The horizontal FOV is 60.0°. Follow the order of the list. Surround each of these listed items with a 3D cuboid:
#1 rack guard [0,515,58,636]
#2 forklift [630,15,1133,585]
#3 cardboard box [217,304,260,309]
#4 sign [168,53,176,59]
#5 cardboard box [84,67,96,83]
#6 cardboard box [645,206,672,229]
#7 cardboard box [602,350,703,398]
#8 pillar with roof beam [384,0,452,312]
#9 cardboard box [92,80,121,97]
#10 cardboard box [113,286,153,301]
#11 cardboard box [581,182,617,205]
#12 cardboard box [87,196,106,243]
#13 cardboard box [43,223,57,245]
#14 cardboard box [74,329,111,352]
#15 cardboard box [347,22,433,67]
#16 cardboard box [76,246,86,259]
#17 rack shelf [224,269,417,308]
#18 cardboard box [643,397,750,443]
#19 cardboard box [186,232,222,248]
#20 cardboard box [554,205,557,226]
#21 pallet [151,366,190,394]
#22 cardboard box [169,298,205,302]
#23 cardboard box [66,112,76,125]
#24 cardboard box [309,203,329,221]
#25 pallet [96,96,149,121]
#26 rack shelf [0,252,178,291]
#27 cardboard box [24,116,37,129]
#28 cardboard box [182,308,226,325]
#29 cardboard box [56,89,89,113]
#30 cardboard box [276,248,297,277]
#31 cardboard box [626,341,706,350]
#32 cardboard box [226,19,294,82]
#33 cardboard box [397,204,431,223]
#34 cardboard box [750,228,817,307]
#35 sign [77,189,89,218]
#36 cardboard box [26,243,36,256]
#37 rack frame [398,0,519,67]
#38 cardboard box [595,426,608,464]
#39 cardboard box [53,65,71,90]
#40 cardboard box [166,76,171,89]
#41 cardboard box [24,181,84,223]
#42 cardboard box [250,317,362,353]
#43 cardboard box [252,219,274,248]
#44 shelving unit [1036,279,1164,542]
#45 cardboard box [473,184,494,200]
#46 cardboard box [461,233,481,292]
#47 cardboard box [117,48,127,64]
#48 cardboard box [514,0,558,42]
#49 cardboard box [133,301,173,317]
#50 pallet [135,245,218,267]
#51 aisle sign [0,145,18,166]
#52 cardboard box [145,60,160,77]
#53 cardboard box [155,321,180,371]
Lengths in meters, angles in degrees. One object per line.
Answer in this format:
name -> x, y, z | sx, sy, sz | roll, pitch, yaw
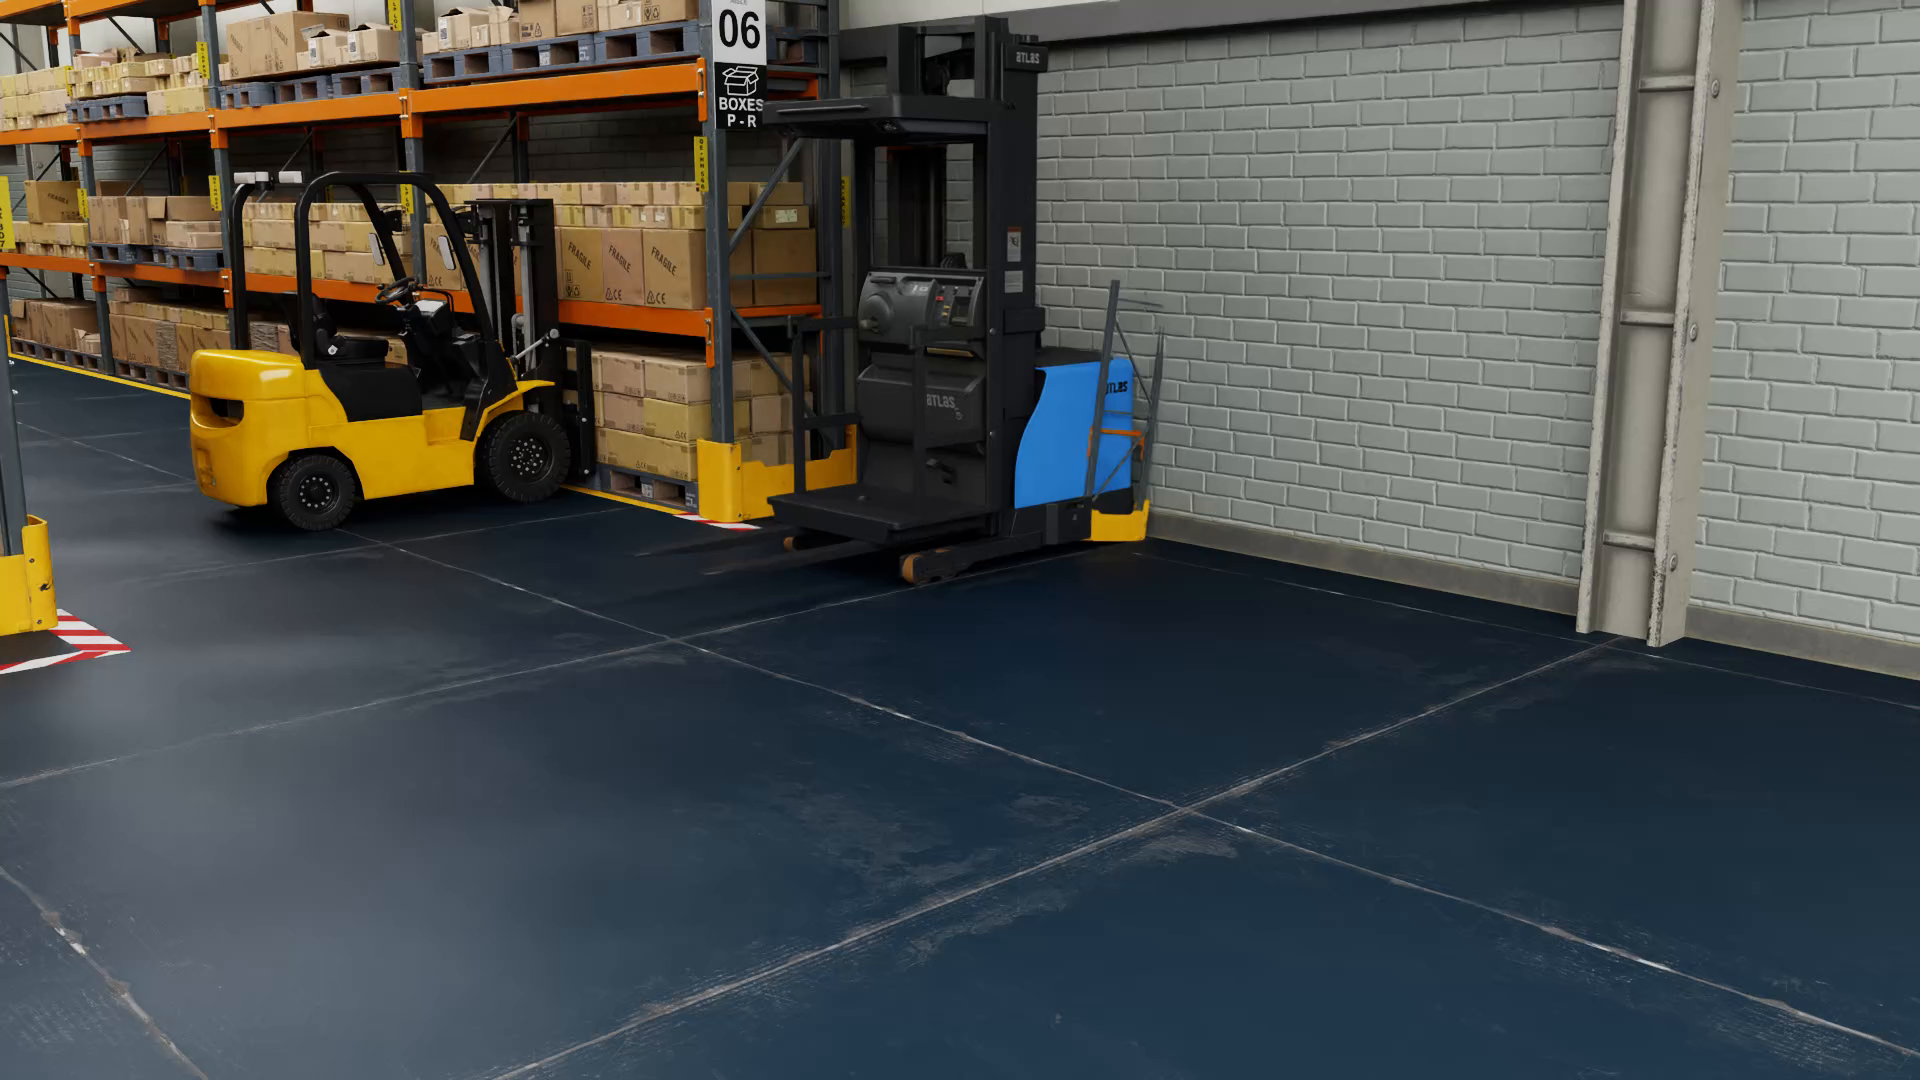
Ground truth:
rack guard -> -4.811, 0.224, 7.583 | 1.175, 0.500, 0.348 | -11, 16, -43
forklift -> -0.370, -1.314, 9.024 | 3.031, 2.935, 1.130 | -11, 16, -43
cardboard box -> -7.763, -2.448, 17.909 | 0.380, 0.149, 0.250 | -11, 16, -42
sign -> -9.060, -5.425, 19.121 | 0.100, 0.325, 0.005 | -11, 16, -43
cardboard box -> -9.189, -5.002, 17.920 | 0.380, 0.149, 0.250 | -11, 16, -44
cardboard box -> -1.812, -2.092, 10.779 | 0.380, 0.149, 0.250 | -11, 16, -42
cardboard box -> -2.072, -1.127, 11.244 | 0.500, 0.250, 0.500 | -11, 16, -42
pillar with roof beam -> -8.258, -5.122, 12.473 | 9.100, 9.000, 0.400 | -11, 16, -43
cardboard box -> -9.028, -4.819, 17.770 | 0.380, 0.149, 0.250 | -11, 16, -42
cardboard box -> -9.359, -2.796, 18.859 | 0.380, 0.149, 0.250 | -11, 16, -44
cardboard box -> -2.343, -2.352, 11.300 | 0.380, 0.149, 0.250 | -10, 16, -41
cardboard box -> -9.286, -3.585, 18.591 | 0.700, 0.500, 0.500 | -10, 16, -41
cardboard box -> -10.678, -3.691, 20.026 | 0.500, 0.250, 0.500 | -11, 16, -43
cardboard box -> -10.302, -2.391, 19.820 | 0.396, 0.266, 0.258 | -10, 15, -41
cardboard box -> -4.610, -4.017, 13.472 | 0.500, 0.311, 0.500 | 11, 16, 43
cardboard box -> -10.057, -3.356, 19.388 | 0.380, 0.149, 0.250 | -10, 16, -41
rack shelf -> -5.315, -2.204, 14.960 | 1.077, 0.370, 4.000 | -11, 16, -43
cardboard box -> -1.734, -0.812, 10.955 | 0.500, 0.250, 0.500 | -11, 16, -43
cardboard box -> -7.427, -2.974, 16.493 | 0.380, 0.149, 0.250 | -11, 16, -42
cardboard box -> -2.851, -2.320, 11.882 | 0.380, 0.149, 0.250 | -11, 16, -44
pallet -> -8.023, -1.775, 18.004 | 1.003, 0.211, 1.213 | -11, 16, -43
cardboard box -> -8.810, -2.680, 19.033 | 0.380, 0.149, 0.250 | -11, 16, -43
cardboard box -> -9.920, -4.790, 18.915 | 0.380, 0.149, 0.250 | -11, 16, -43
cardboard box -> -5.473, -2.861, 14.507 | 0.250, 0.149, 0.380 | 11, 16, 44
pallet -> -8.341, -4.554, 17.612 | 1.213, 0.211, 1.003 | -11, 16, -43
rack shelf -> -10.840, -3.372, 20.627 | 1.077, 0.370, 4.000 | -11, 16, -43
cardboard box -> -11.005, -5.010, 19.986 | 0.380, 0.149, 0.250 | -10, 16, -41
cardboard box -> -7.903, -2.346, 17.410 | 0.380, 0.149, 0.250 | -11, 16, -43
cardboard box -> -9.973, -5.009, 18.992 | 0.500, 0.250, 0.500 | -11, 16, -42
cardboard box -> -5.862, -2.528, 15.120 | 0.500, 0.250, 0.500 | 11, 16, 43
cardboard box -> -2.052, -1.273, 11.953 | 0.500, 0.250, 0.500 | -11, 16, -43
cardboard box -> -6.372, -4.482, 15.261 | 0.500, 0.500, 0.500 | -11, 16, -42
cardboard box -> -4.330, -2.650, 13.487 | 0.380, 0.149, 0.250 | -10, 15, -41
cardboard box -> -1.313, -1.841, 11.166 | 0.500, 0.500, 0.500 | -10, 15, -41
sign -> -9.846, -3.780, 18.678 | 0.100, 0.325, 0.005 | -11, 16, -43
cardboard box -> -11.339, -3.612, 20.632 | 0.250, 0.149, 0.380 | 11, 16, 44
rack frame -> -3.934, -5.203, 12.865 | 1.000, 3.000, 0.127 | -11, 16, -43
cardboard box -> -2.400, -0.713, 11.710 | 0.500, 0.250, 0.500 | -11, 16, -42
cardboard box -> -9.981, -5.259, 18.964 | 0.500, 0.250, 0.500 | -11, 16, -42
cardboard box -> -7.782, -4.614, 16.822 | 0.380, 0.149, 0.250 | -11, 16, -42
cardboard box -> -11.066, -4.133, 20.315 | 0.500, 0.500, 0.500 | -10, 16, -41
cardboard box -> -6.275, -1.798, 16.050 | 0.875, 0.625, 0.625 | -10, 15, -41
cardboard box -> -6.222, -2.848, 15.434 | 0.500, 0.250, 0.500 | -10, 15, -41
shelving unit -> 0.629, -0.822, 10.061 | 0.587, 1.500, 1.083 | 1, 9, -42
cardboard box -> -3.396, -2.576, 12.388 | 0.380, 0.149, 0.250 | -10, 16, -41
cardboard box -> -3.445, -2.139, 12.612 | 0.500, 0.500, 0.500 | -11, 16, -42
cardboard box -> -9.198, -5.347, 18.566 | 0.396, 0.266, 0.258 | -11, 16, -43
cardboard box -> -2.665, -3.740, 11.654 | 0.797, 0.503, 0.637 | -10, 15, -41
cardboard box -> -8.971, -2.576, 18.530 | 0.250, 0.149, 0.380 | 11, 16, 42
pallet -> -8.043, -3.038, 17.698 | 1.003, 0.211, 1.213 | -11, 16, -43
aisle sign -> -12.480, -5.258, 21.558 | 0.394, 0.787, 0.004 | -11, 16, -43
cardboard box -> -8.044, -4.783, 16.909 | 0.380, 0.149, 0.250 | -11, 16, -42
cardboard box -> -8.217, -2.085, 17.754 | 0.500, 0.500, 0.500 | 11, 16, 43
